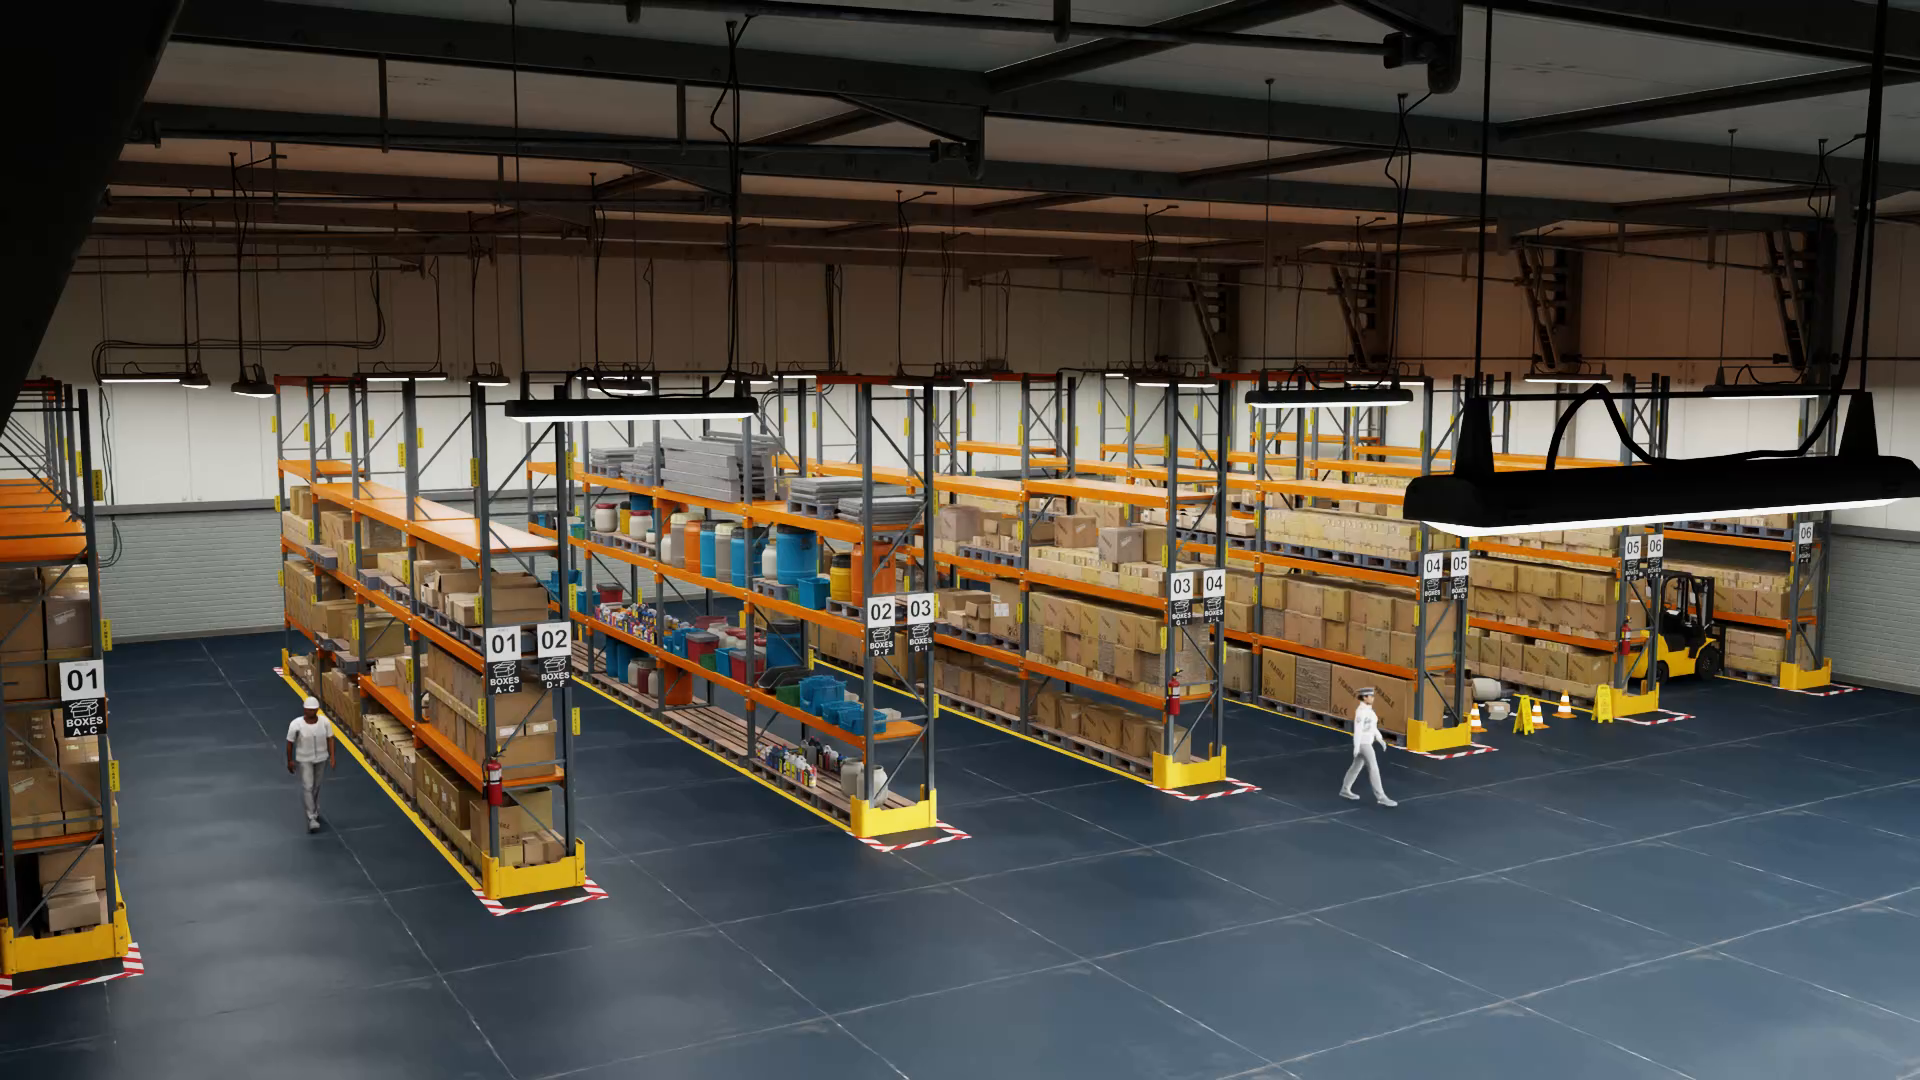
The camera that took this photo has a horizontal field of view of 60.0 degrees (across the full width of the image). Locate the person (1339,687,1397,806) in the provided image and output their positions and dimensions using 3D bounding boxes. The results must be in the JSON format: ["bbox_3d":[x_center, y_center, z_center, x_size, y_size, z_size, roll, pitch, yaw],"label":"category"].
[{"bbox_3d":[5.836,2.906,23.682,0.825,1.650,0.535,2,7,19],"label":"person"}]

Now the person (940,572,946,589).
[{"bbox_3d":[-0.570,0.807,42.420,0.607,1.800,0.521,5,8,40],"label":"person"}]

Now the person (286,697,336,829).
[{"bbox_3d":[-8.765,2.983,22.579,0.584,1.712,0.989,-6,9,-44],"label":"person"}]
